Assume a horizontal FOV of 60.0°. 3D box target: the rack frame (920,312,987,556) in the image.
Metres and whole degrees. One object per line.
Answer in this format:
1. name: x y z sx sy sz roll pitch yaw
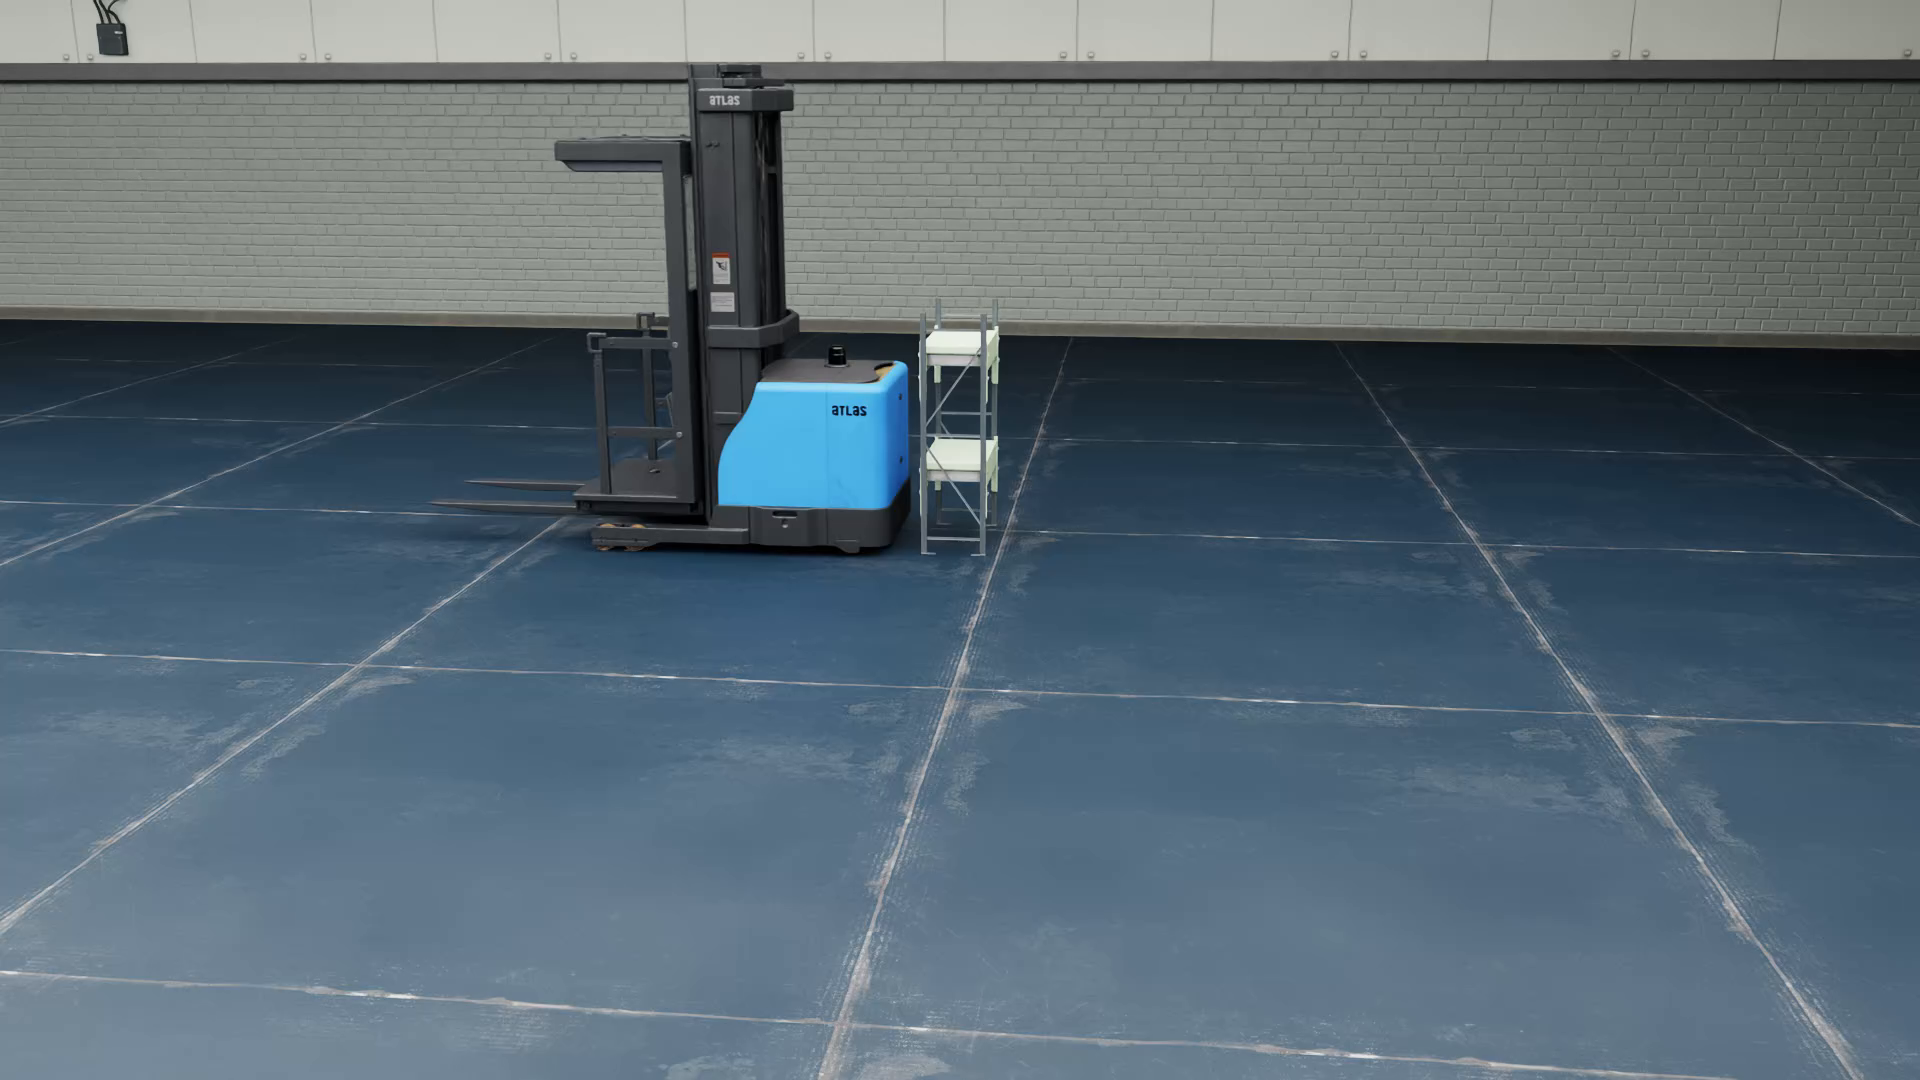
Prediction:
1. rack frame: -0.041 -0.631 10.122 0.400 1.500 0.023 2 15 6

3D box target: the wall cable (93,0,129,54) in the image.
1. wall cable: -9.123 -8.673 18.980 2.305 6.003 0.169 2 15 6

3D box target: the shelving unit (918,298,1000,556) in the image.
1. shelving unit: 0.001 -0.726 10.473 0.431 1.500 0.755 2 15 6

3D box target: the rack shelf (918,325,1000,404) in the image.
1. rack shelf: 0.001 -1.102 10.371 0.431 0.370 0.720 2 15 6

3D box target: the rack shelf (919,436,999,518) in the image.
1. rack shelf: 0.001 -0.411 10.558 0.431 0.370 0.720 2 15 6

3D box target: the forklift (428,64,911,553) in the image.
1. forklift: -1.882 -1.478 10.514 3.031 2.935 1.130 2 15 6

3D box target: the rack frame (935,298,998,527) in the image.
1. rack frame: 0.042 -0.821 10.824 0.400 1.500 0.023 2 15 6
